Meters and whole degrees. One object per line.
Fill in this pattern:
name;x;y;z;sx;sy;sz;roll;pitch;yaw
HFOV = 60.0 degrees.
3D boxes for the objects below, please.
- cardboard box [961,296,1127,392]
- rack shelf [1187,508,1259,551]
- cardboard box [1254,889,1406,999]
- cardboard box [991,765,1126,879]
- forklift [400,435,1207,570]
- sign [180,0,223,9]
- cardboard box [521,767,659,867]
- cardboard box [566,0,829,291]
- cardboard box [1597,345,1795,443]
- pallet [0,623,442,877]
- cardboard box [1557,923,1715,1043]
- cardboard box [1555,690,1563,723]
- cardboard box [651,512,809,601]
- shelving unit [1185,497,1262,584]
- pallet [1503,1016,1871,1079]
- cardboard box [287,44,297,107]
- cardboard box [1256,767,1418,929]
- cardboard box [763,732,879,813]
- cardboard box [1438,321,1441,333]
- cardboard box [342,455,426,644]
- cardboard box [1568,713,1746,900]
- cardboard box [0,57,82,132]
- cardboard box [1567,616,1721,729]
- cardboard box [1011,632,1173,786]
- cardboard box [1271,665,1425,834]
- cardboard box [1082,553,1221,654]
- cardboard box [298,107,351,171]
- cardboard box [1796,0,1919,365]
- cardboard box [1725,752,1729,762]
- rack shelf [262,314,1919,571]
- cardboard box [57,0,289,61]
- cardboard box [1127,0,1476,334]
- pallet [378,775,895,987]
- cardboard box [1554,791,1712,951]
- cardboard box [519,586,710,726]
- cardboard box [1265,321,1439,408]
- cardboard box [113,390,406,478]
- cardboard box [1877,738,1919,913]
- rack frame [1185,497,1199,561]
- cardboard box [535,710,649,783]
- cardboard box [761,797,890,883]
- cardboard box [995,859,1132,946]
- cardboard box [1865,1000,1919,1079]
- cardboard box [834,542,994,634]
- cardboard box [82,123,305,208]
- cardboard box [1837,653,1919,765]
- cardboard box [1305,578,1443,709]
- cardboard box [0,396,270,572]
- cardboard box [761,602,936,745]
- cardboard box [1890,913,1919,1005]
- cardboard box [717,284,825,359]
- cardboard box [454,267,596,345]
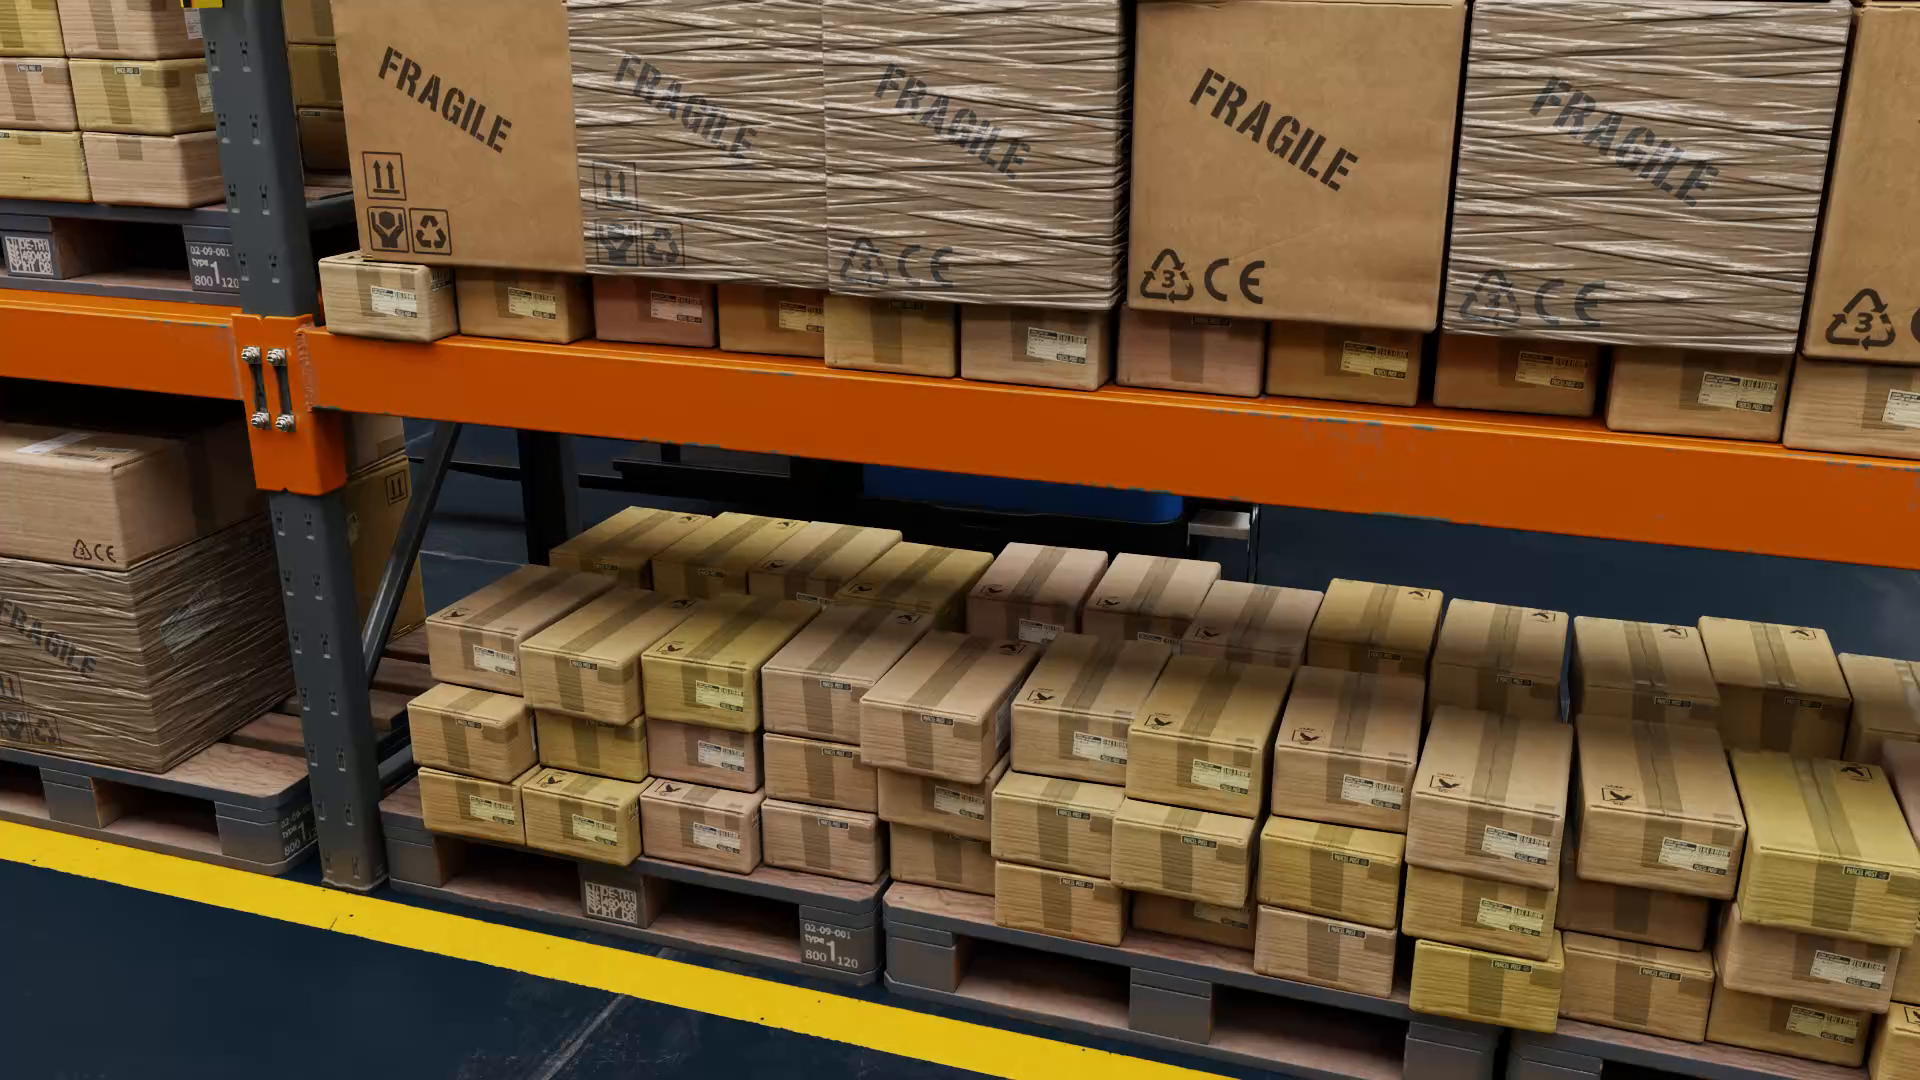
cardboard box;0.186;-0.394;3.032;0.250;0.149;0.380;7;21;20
rack shelf;0.873;-0.048;5.494;0.200;0.077;0.258;6;20;17
cardboard box;0.730;0.697;3.212;0.250;0.149;0.380;7;20;19
cardboard box;0.237;0.502;3.320;0.250;0.149;0.380;6;20;18
forklift;-0.601;-1.447;5.773;3.031;2.935;1.130;6;20;17
sign;-1.413;-1.146;3.049;0.005;0.325;0.100;7;20;18
cardboard box;-0.744;0.543;3.654;0.250;0.149;0.380;7;20;20
cardboard box;-0.379;-0.777;3.145;0.500;0.500;0.500;7;20;18
cardboard box;1.191;-0.288;2.727;0.250;0.149;0.380;6;20;16
pallet;-1.970;0.461;4.434;1.213;0.211;1.003;7;20;18
cardboard box;1.244;0.741;3.086;0.250;0.149;0.380;7;20;19
cardboard box;1.145;0.424;3.544;0.250;0.149;0.380;6;20;15
cardboard box;-0.558;0.067;4.116;0.250;0.149;0.380;7;20;19
shelving unit;0.873;-0.249;5.424;0.210;0.900;0.258;6;20;17
pallet;1.717;0.869;3.262;1.213;0.211;1.003;7;20;18
cardboard box;-1.701;-1.206;4.270;0.250;0.149;0.380;6;20;17
cardboard box;0.731;0.558;3.160;0.250;0.149;0.380;8;21;21
cardboard box;-0.232;0.418;3.561;0.250;0.149;0.380;5;20;15
cardboard box;0.856;-0.511;3.368;0.250;0.149;0.380;7;21;20
cardboard box;-1.845;0.047;4.543;0.500;0.500;0.500;7;21;20
cardboard box;1.232;0.467;2.969;0.250;0.149;0.380;6;20;16
cardboard box;-1.924;-1.002;3.686;0.250;0.149;0.380;7;20;18
cardboard box;1.404;0.304;3.437;0.250;0.149;0.380;6;20;15
cardboard box;0.271;0.334;3.350;0.250;0.149;0.380;6;20;16
cardboard box;0.748;0.392;3.183;0.250;0.149;0.380;6;20;16
cardboard box;0.443;0.170;3.821;0.250;0.149;0.380;6;20;16
cardboard box;-1.455;-1.038;4.240;0.250;0.149;0.380;6;20;15
cardboard box;1.550;-0.554;2.504;0.500;0.500;0.500;6;20;17
cardboard box;1.633;0.484;3.371;0.250;0.149;0.380;7;20;19
rack shelf;0.655;-0.217;3.234;4.000;0.370;1.077;7;20;18
cardboard box;-1.677;-1.116;3.560;0.250;0.149;0.380;8;21;21
cardboard box;0.601;-0.663;2.817;0.500;0.500;0.500;8;21;21
pallet;-0.588;0.606;4.018;1.213;0.211;1.003;7;20;18
cardboard box;1.240;0.582;3.091;0.250;0.149;0.380;6;20;17
cardboard box;-0.736;0.244;3.608;0.250;0.149;0.380;8;21;21
cardboard box;0.700;-0.359;2.932;0.250;0.149;0.380;7;20;19
cardboard box;-1.846;-0.307;4.419;0.500;0.250;0.500;6;20;16
cardboard box;1.743;0.503;2.865;0.250;0.149;0.380;7;20;19
rack frame;0.776;-0.259;5.453;0.006;0.900;0.240;6;20;17
cardboard box;-0.728;0.373;3.690;0.250;0.149;0.380;7;20;18
cardboard box;-0.236;0.566;3.589;0.250;0.149;0.380;6;20;17
cardboard box;0.243;0.642;3.370;0.250;0.149;0.380;6;20;17
cardboard box;1.702;0.819;2.862;0.250;0.149;0.380;7;20;20
cardboard box;-0.101;0.144;3.895;0.250;0.149;0.380;7;20;20
cardboard box;-1.674;-0.834;3.654;0.250;0.149;0.380;6;20;17
cardboard box;1.861;0.372;3.242;0.250;0.149;0.380;7;20;19
cardboard box;0.911;0.228;3.654;0.250;0.149;0.380;7;20;19
cardboard box;-2.021;-0.146;3.960;0.500;0.250;0.500;6;20;17
cardboard box;-0.227;0.277;3.513;0.250;0.149;0.380;6;20;17
cardboard box;1.723;0.654;2.885;0.250;0.149;0.380;6;20;17
cardboard box;-0.282;-0.473;3.258;0.250;0.149;0.380;6;20;16
cardboard box;-0.806;-0.517;3.383;0.250;0.149;0.380;7;20;20
